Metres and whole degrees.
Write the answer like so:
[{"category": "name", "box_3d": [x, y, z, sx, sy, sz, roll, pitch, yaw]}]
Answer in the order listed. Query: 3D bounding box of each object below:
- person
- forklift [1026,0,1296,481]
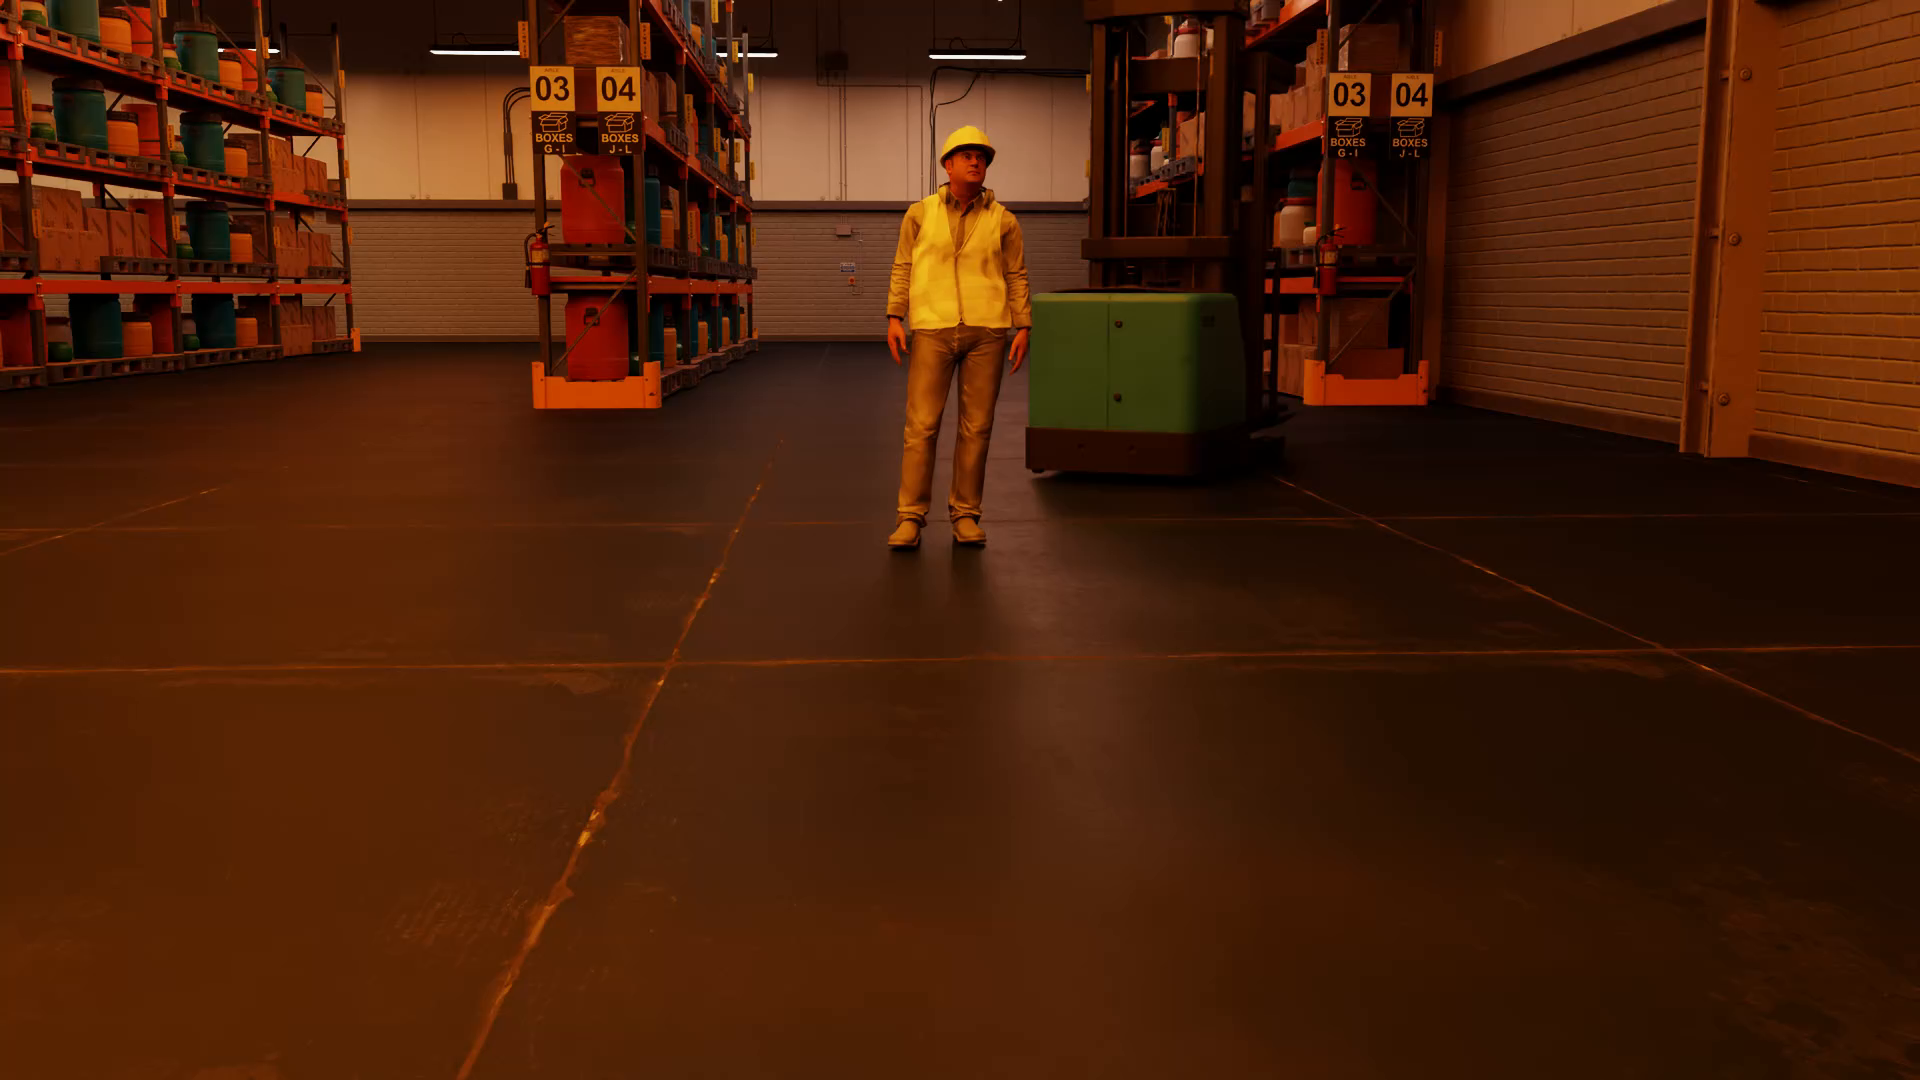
[{"category": "person", "box_3d": [-0.003, -0.876, 7.116, 0.634, 1.775, 0.566, -1, 8, -4]}, {"category": "forklift", "box_3d": [1.458, -1.958, 10.517, 1.130, 2.935, 3.031, 4, 9, 25]}]
